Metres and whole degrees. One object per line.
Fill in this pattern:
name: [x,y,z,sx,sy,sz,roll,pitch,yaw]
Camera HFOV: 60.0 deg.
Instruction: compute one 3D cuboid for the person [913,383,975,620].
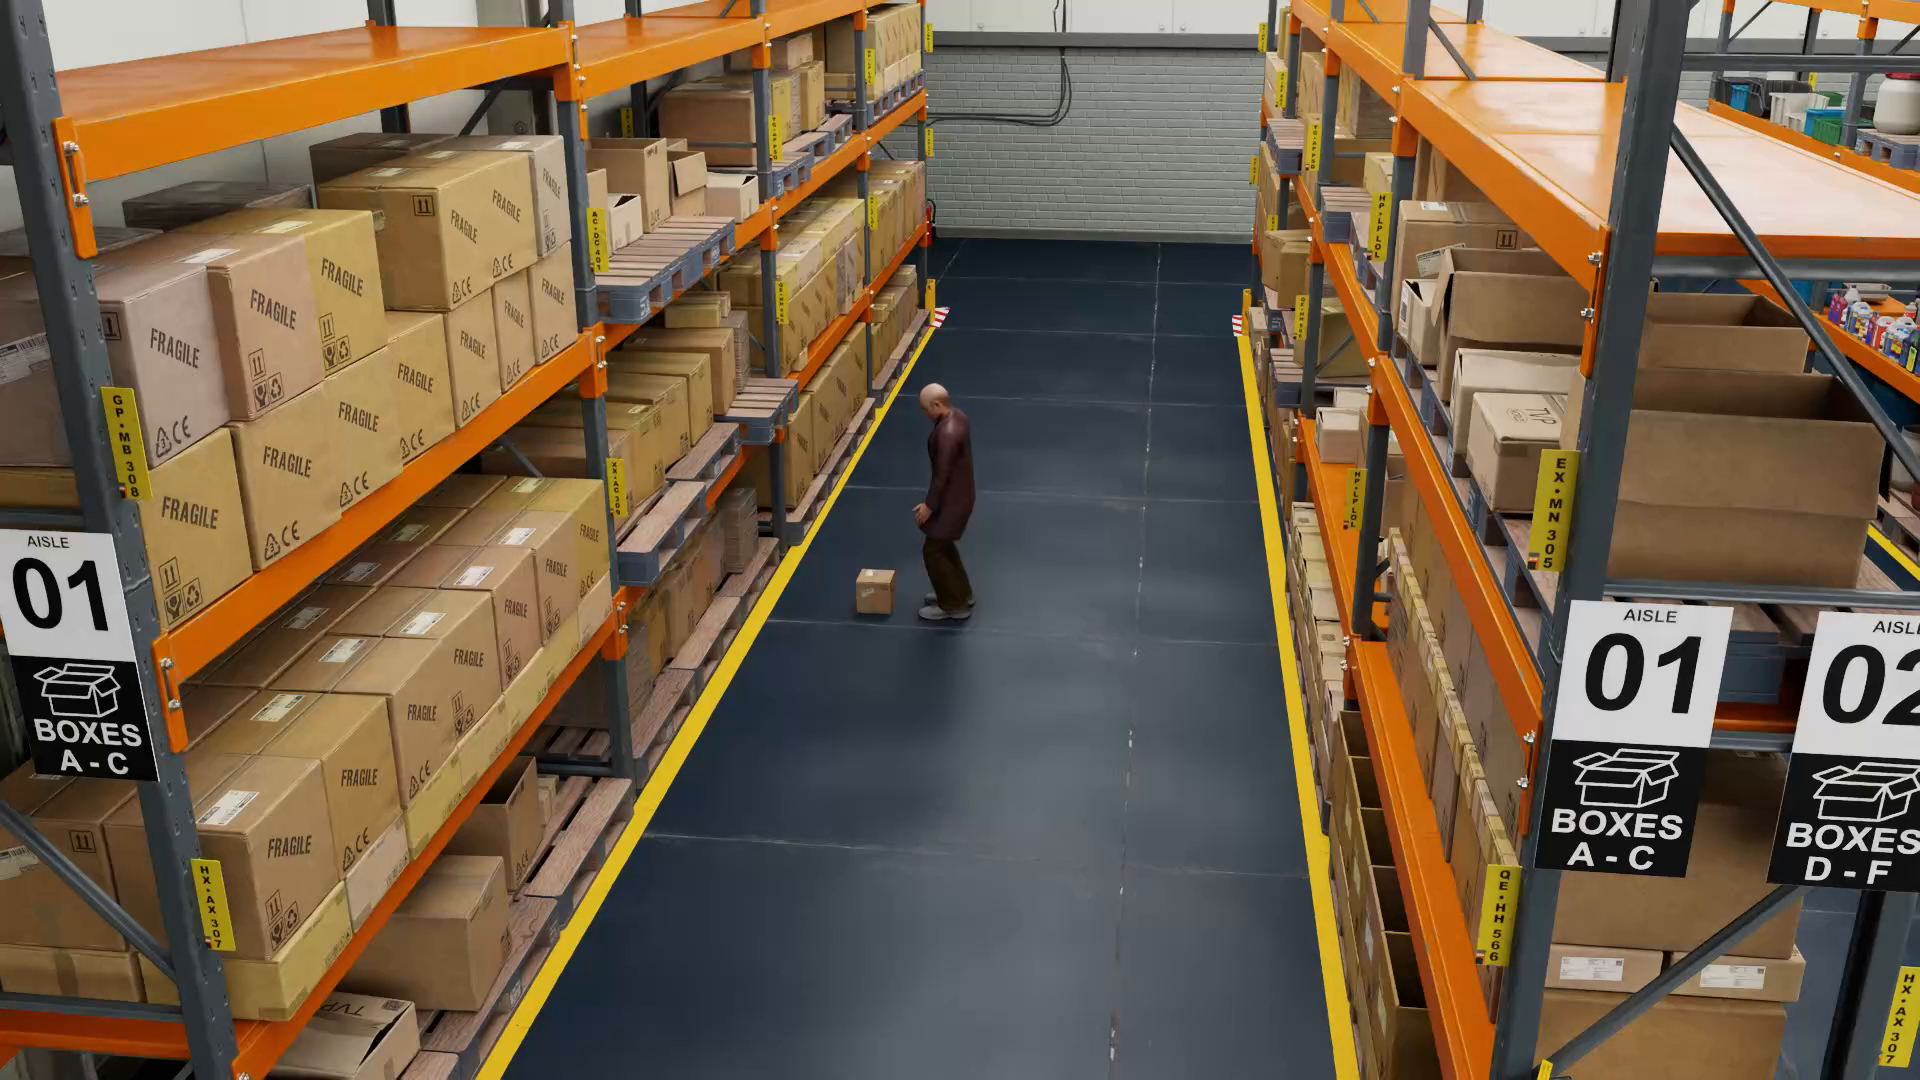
person: [-0.104,-0.277,11.903,0.409,1.737,0.587,3,21,8]
